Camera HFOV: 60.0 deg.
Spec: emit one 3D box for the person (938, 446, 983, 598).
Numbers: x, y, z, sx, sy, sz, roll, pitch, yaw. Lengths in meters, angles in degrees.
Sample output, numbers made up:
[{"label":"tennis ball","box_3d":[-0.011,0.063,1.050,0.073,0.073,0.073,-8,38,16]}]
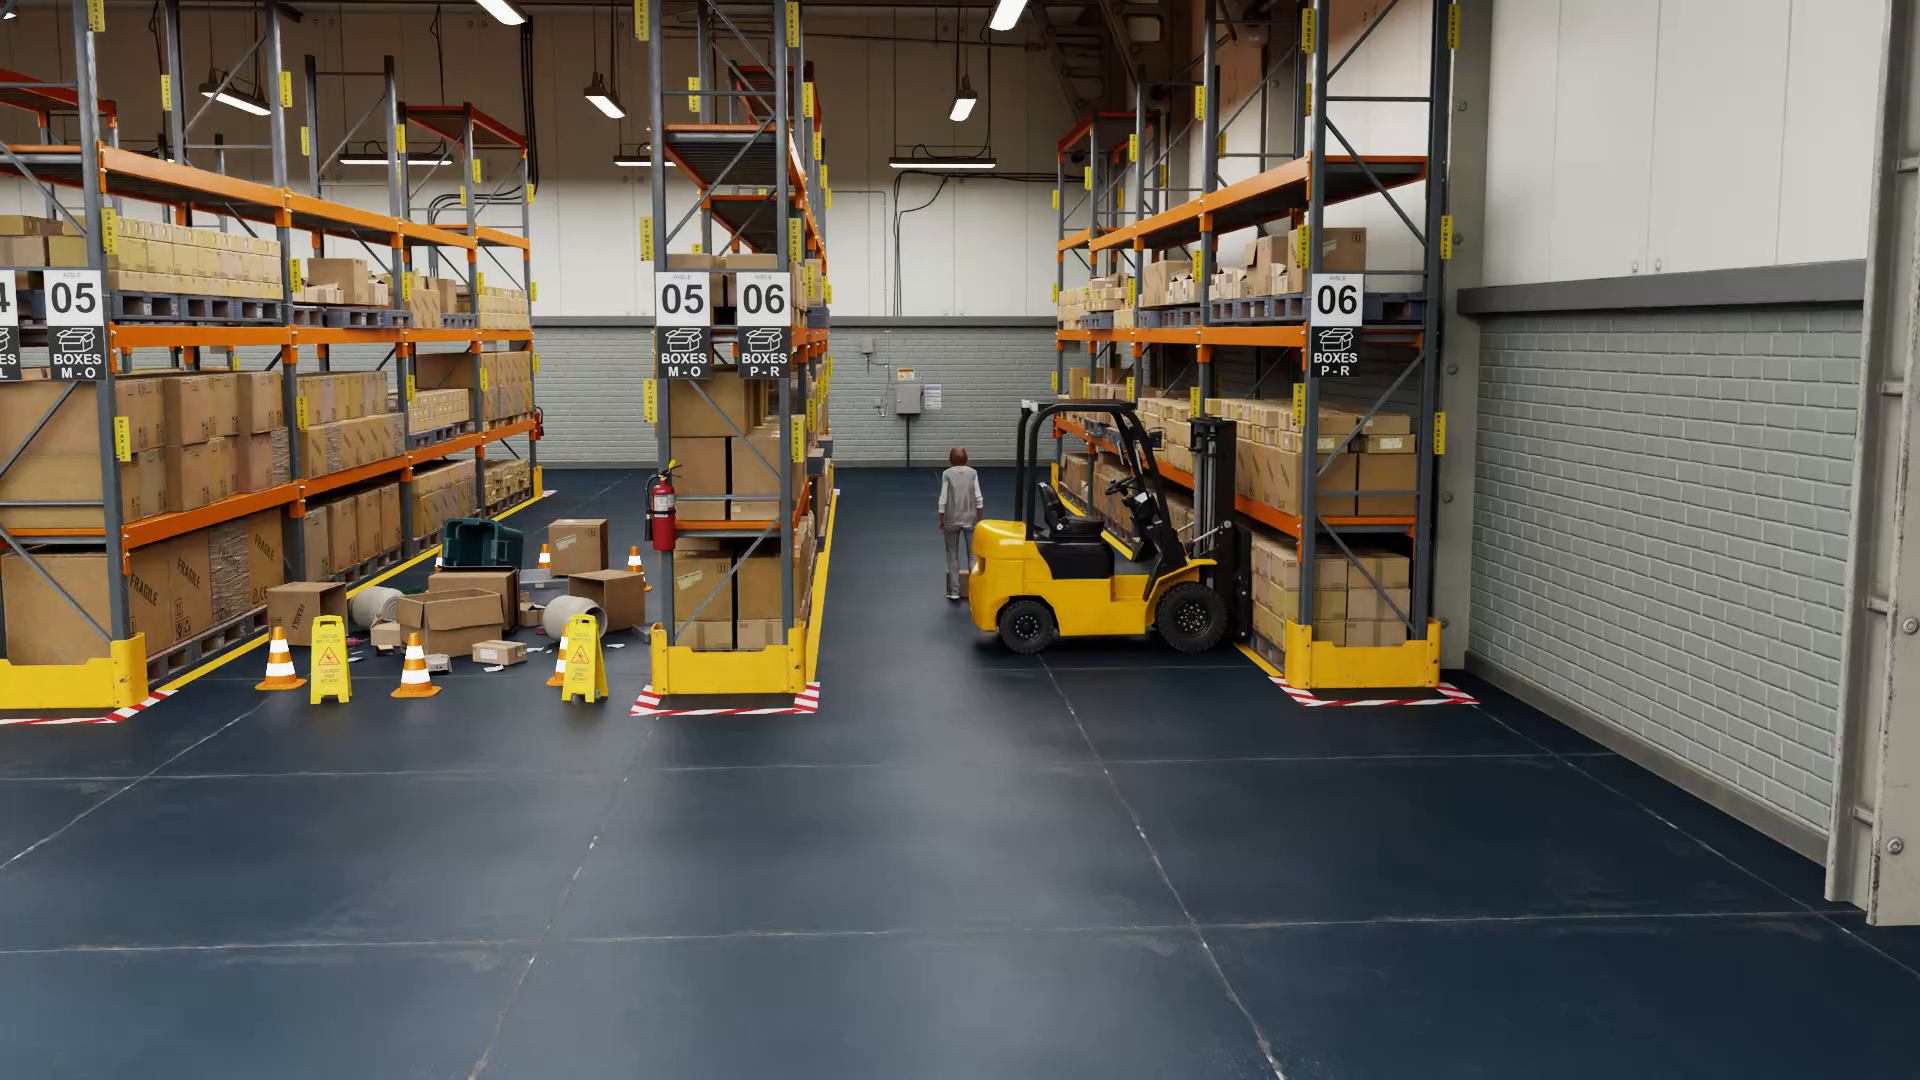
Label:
[{"label":"person","box_3d":[0.011,-0.179,17.245,0.485,1.593,0.373,-1,7,-7]}]
